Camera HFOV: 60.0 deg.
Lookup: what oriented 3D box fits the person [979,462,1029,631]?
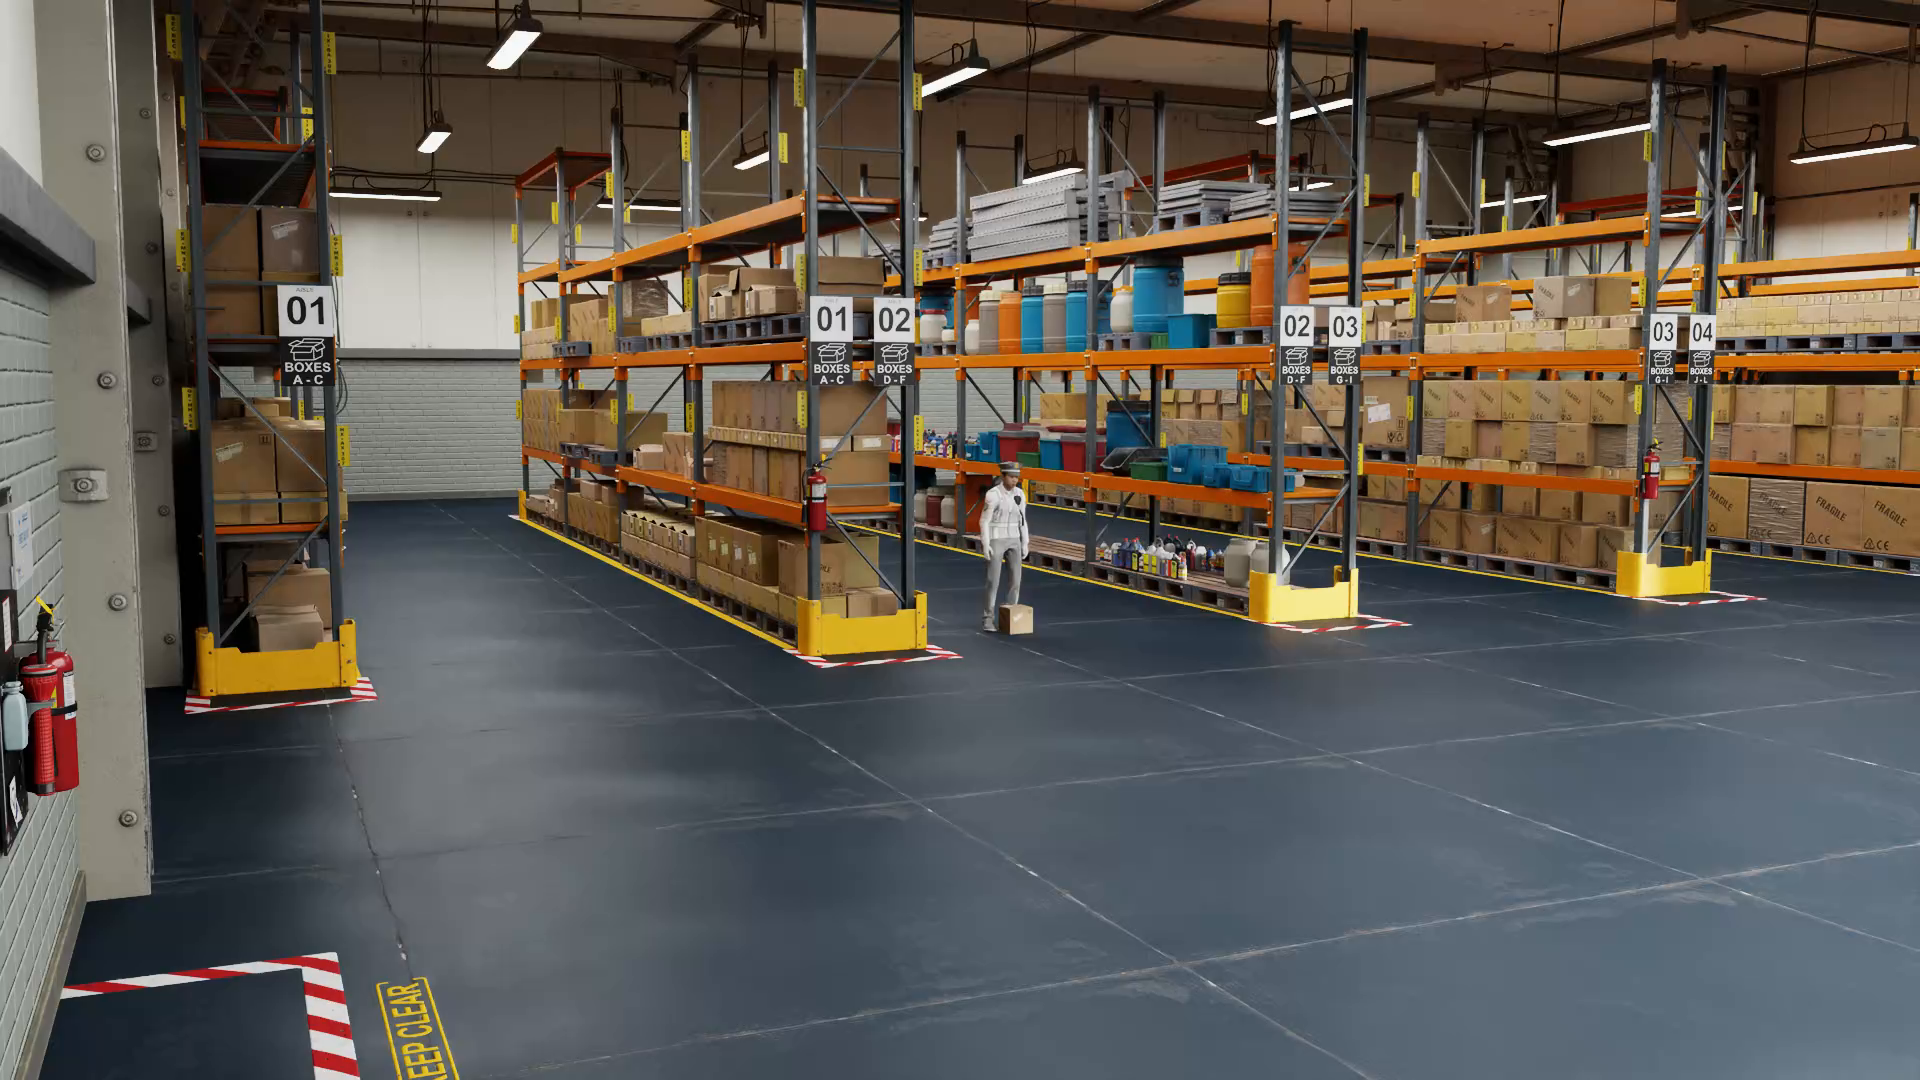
[{"bbox_3d":[0.444,0.054,16.433,0.541,1.661,0.375,-3,6,-27],"label":"person"}]
